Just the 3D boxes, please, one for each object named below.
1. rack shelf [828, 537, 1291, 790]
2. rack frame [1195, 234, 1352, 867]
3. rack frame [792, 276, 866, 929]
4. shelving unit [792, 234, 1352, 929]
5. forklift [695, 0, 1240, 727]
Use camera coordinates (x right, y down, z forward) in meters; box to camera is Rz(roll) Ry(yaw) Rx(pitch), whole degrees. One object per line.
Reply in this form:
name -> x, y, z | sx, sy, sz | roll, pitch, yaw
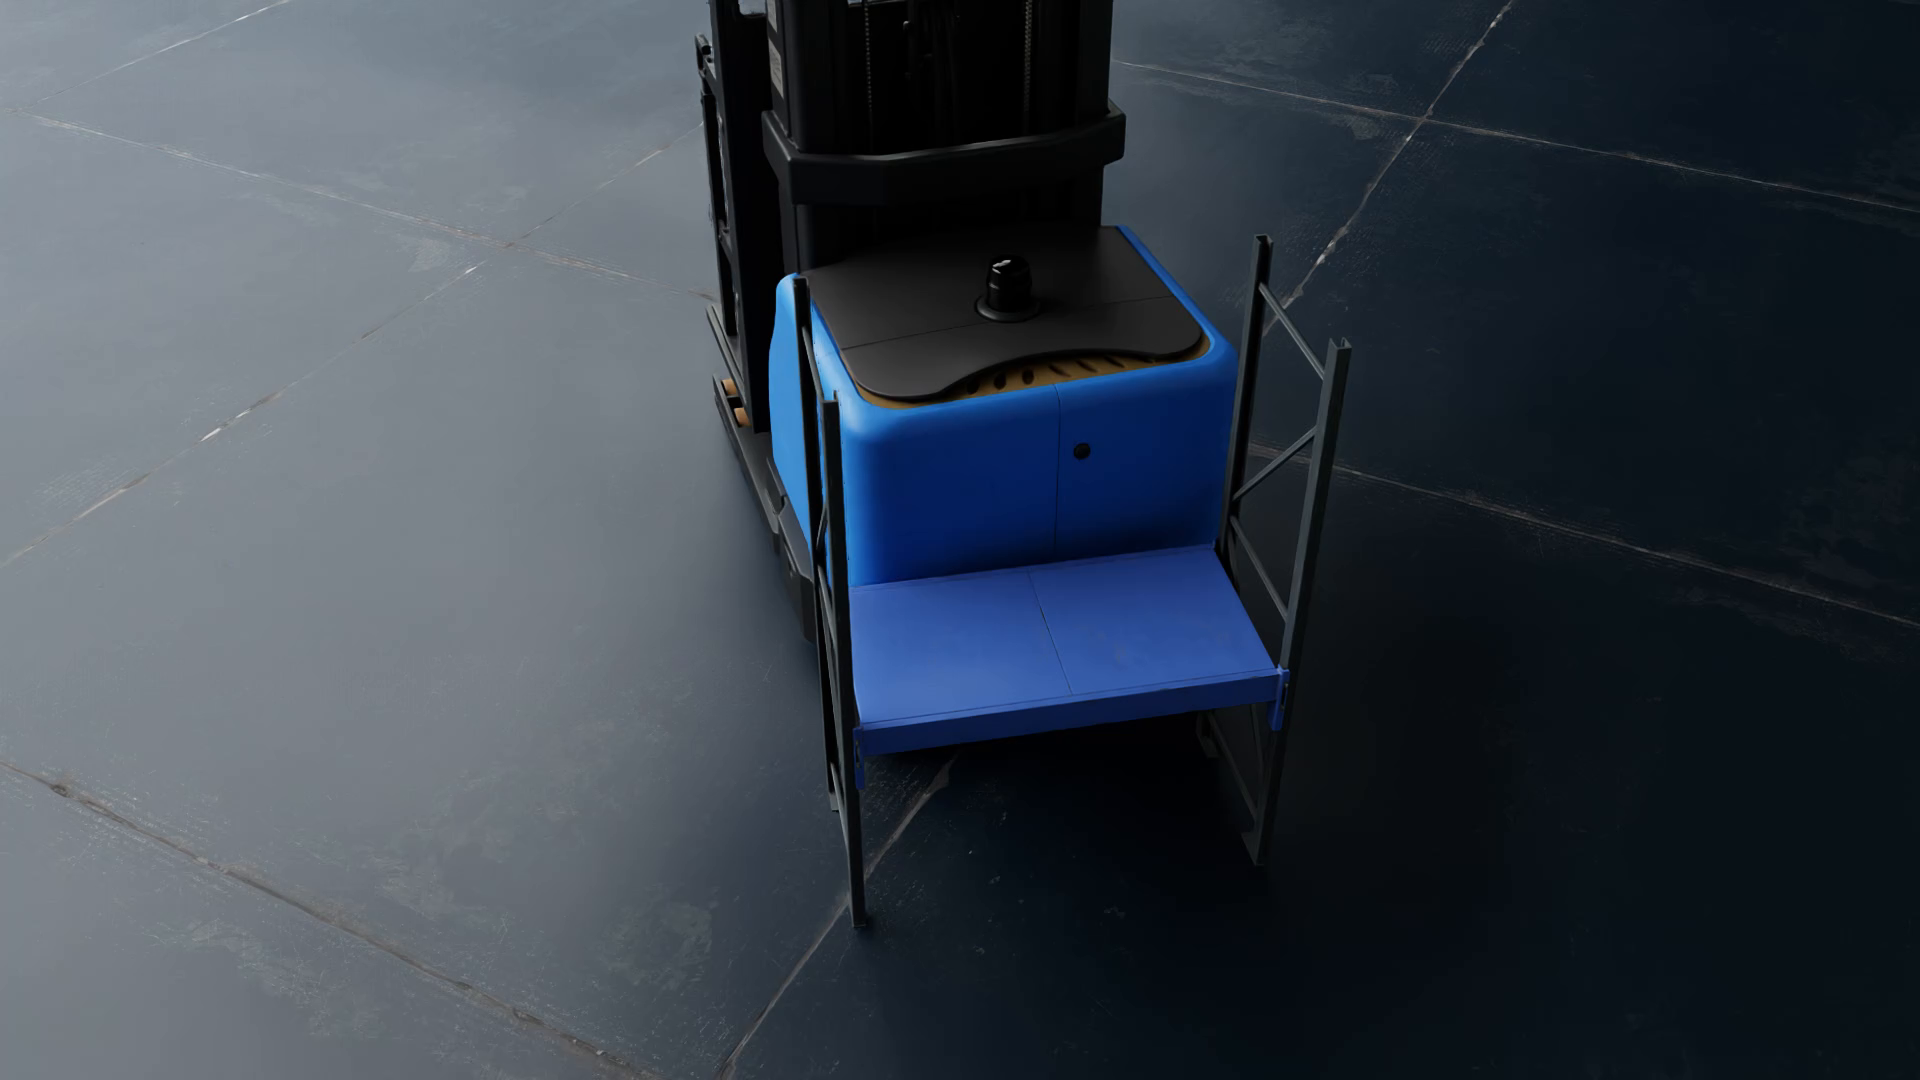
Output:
rack shelf -> 0.209, 0.276, 3.944 | 1.000, 0.185, 0.538 | -7, 38, -9
rack frame -> 0.708, 0.073, 3.913 | 0.032, 1.500, 0.500 | -7, 38, -9
rack frame -> -0.290, 0.192, 3.757 | 0.032, 1.500, 0.500 | -7, 38, -9
shelving unit -> 0.209, 0.132, 3.835 | 1.048, 1.500, 0.538 | -7, 38, -9
forklift -> -0.218, -1.518, 4.826 | 1.130, 2.935, 3.031 | -11, 39, -14
